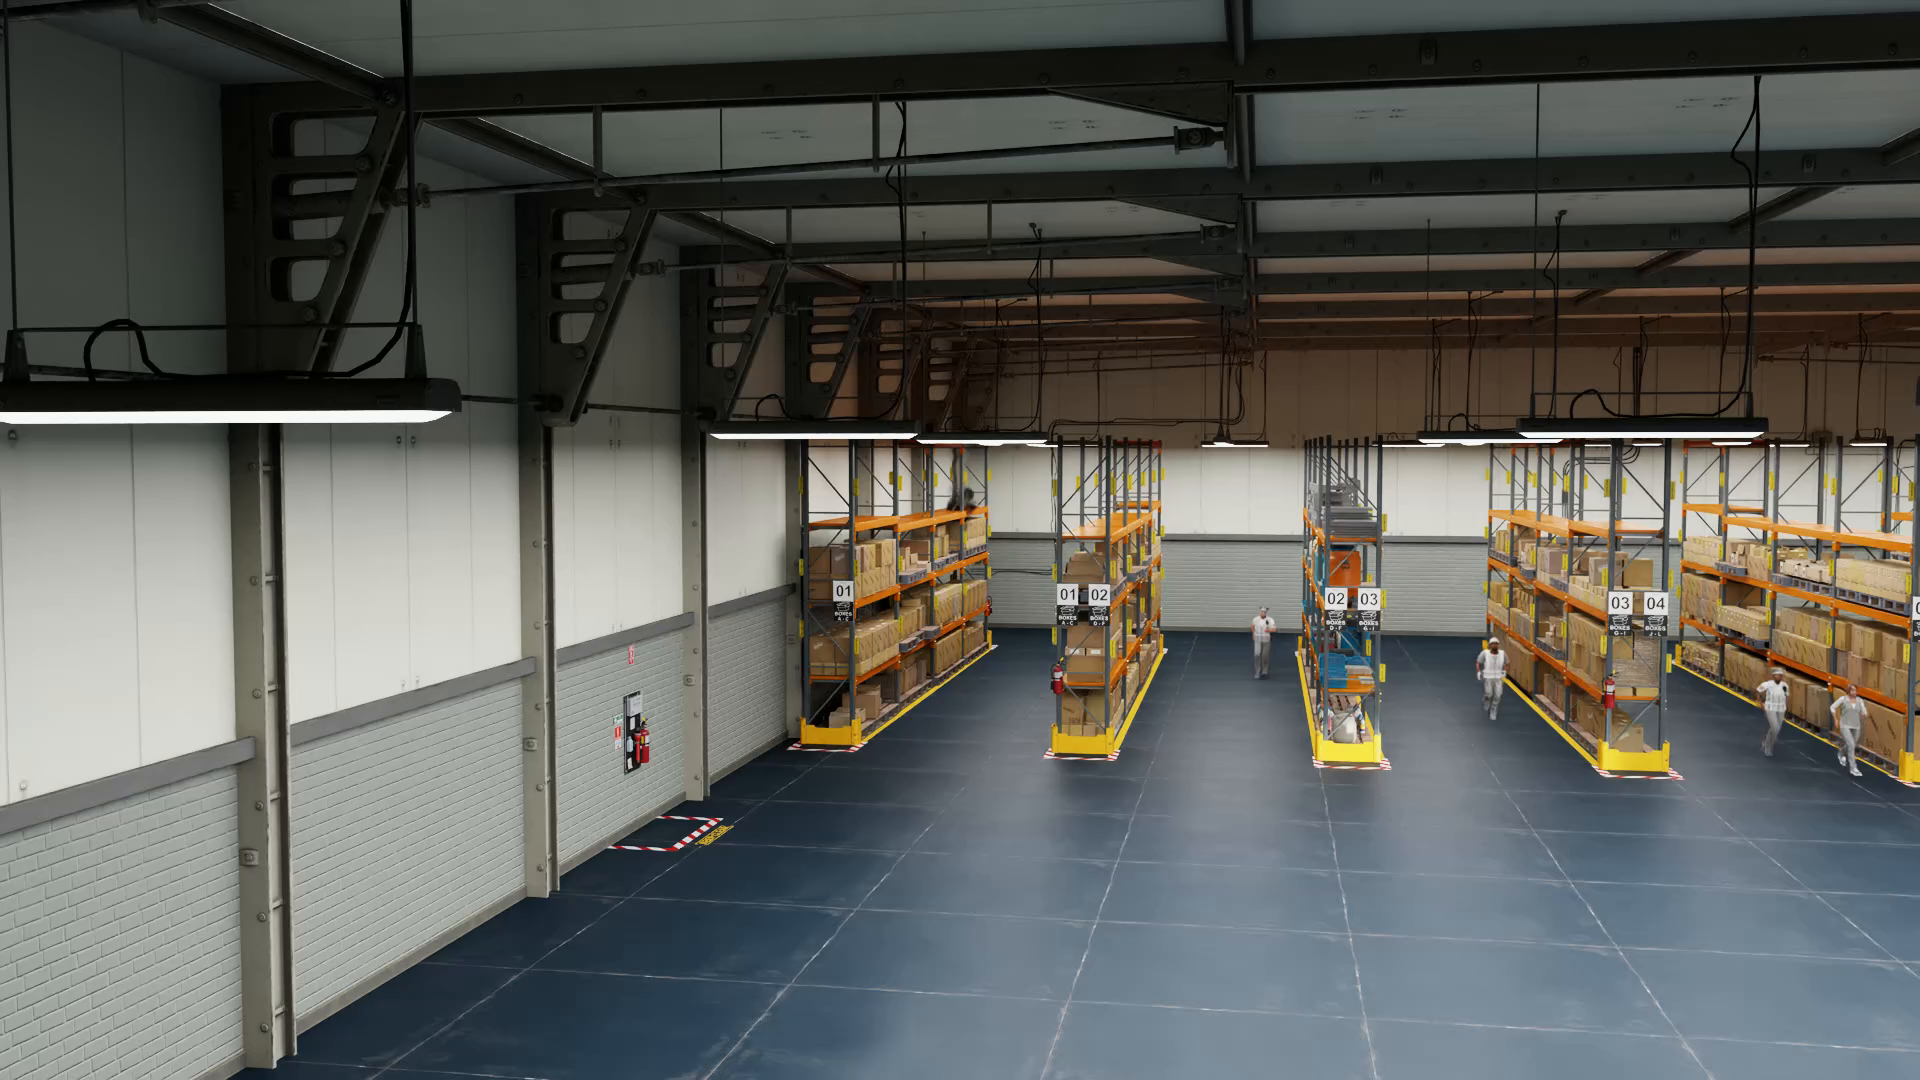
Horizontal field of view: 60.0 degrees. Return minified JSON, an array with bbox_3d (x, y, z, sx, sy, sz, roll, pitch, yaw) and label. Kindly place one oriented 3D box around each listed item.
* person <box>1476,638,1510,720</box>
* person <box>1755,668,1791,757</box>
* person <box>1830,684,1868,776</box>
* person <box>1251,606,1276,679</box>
[{"bbox_3d":[11.379,2.949,35.467,0.699,1.744,0.596,0,3,8],"label":"person"},{"bbox_3d":[15.209,3.204,31.046,0.564,1.683,0.713,0,3,-3],"label":"person"},{"bbox_3d":[15.708,3.313,29.377,0.541,1.580,0.865,0,3,3],"label":"person"},{"bbox_3d":[7.639,2.582,41.932,0.635,1.854,0.817,1,3,14],"label":"person"}]
